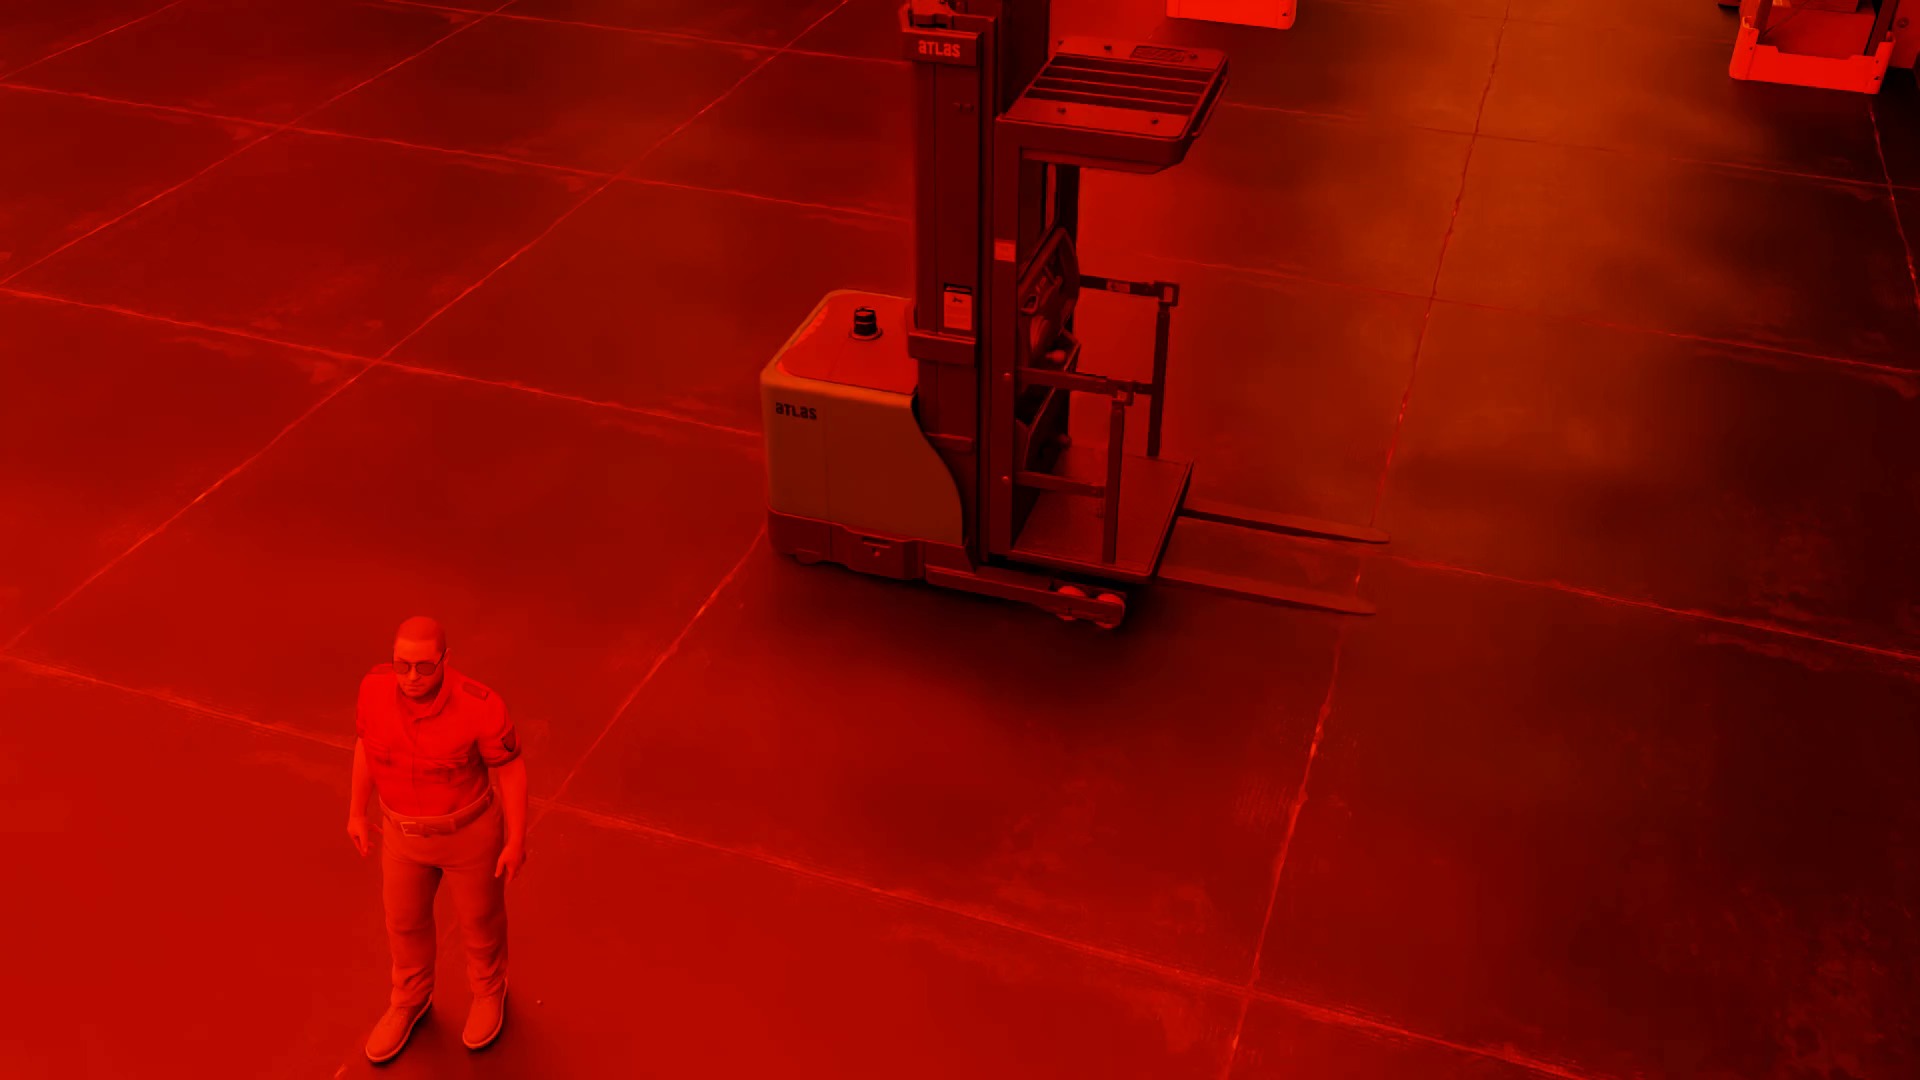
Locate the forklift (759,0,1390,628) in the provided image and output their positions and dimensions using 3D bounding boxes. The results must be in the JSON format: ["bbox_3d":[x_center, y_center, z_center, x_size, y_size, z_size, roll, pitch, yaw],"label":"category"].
[{"bbox_3d":[0.598,-1.116,7.685,3.031,2.935,1.130,10,37,14],"label":"forklift"}]

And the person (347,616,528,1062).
[{"bbox_3d":[-1.801,1.047,5.661,0.640,1.727,0.551,5,36,7],"label":"person"}]
